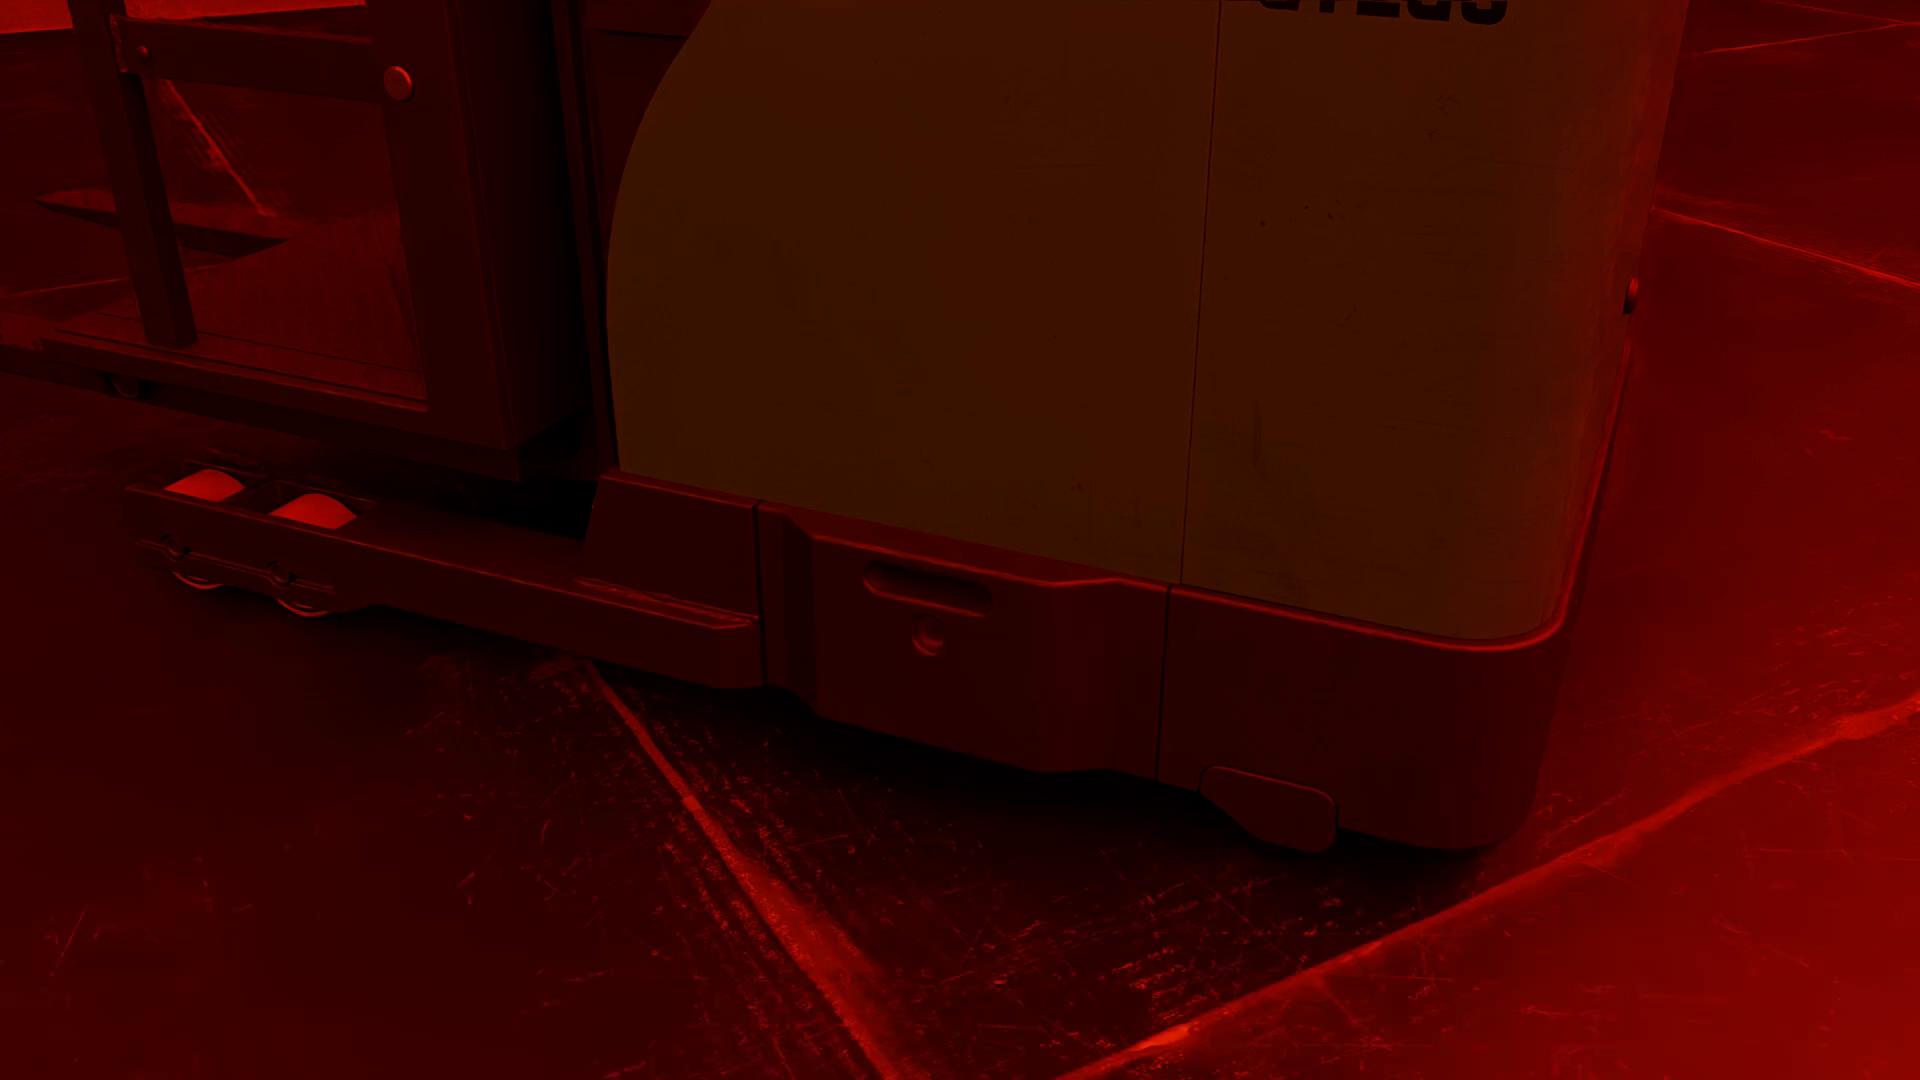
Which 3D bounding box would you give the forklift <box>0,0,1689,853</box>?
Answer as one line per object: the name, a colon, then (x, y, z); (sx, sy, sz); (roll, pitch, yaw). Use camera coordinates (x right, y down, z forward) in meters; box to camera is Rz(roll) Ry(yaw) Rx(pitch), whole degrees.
forklift: (-0.608, -1.405, 2.029); (3.031, 2.935, 1.130); (11, 29, 21)
